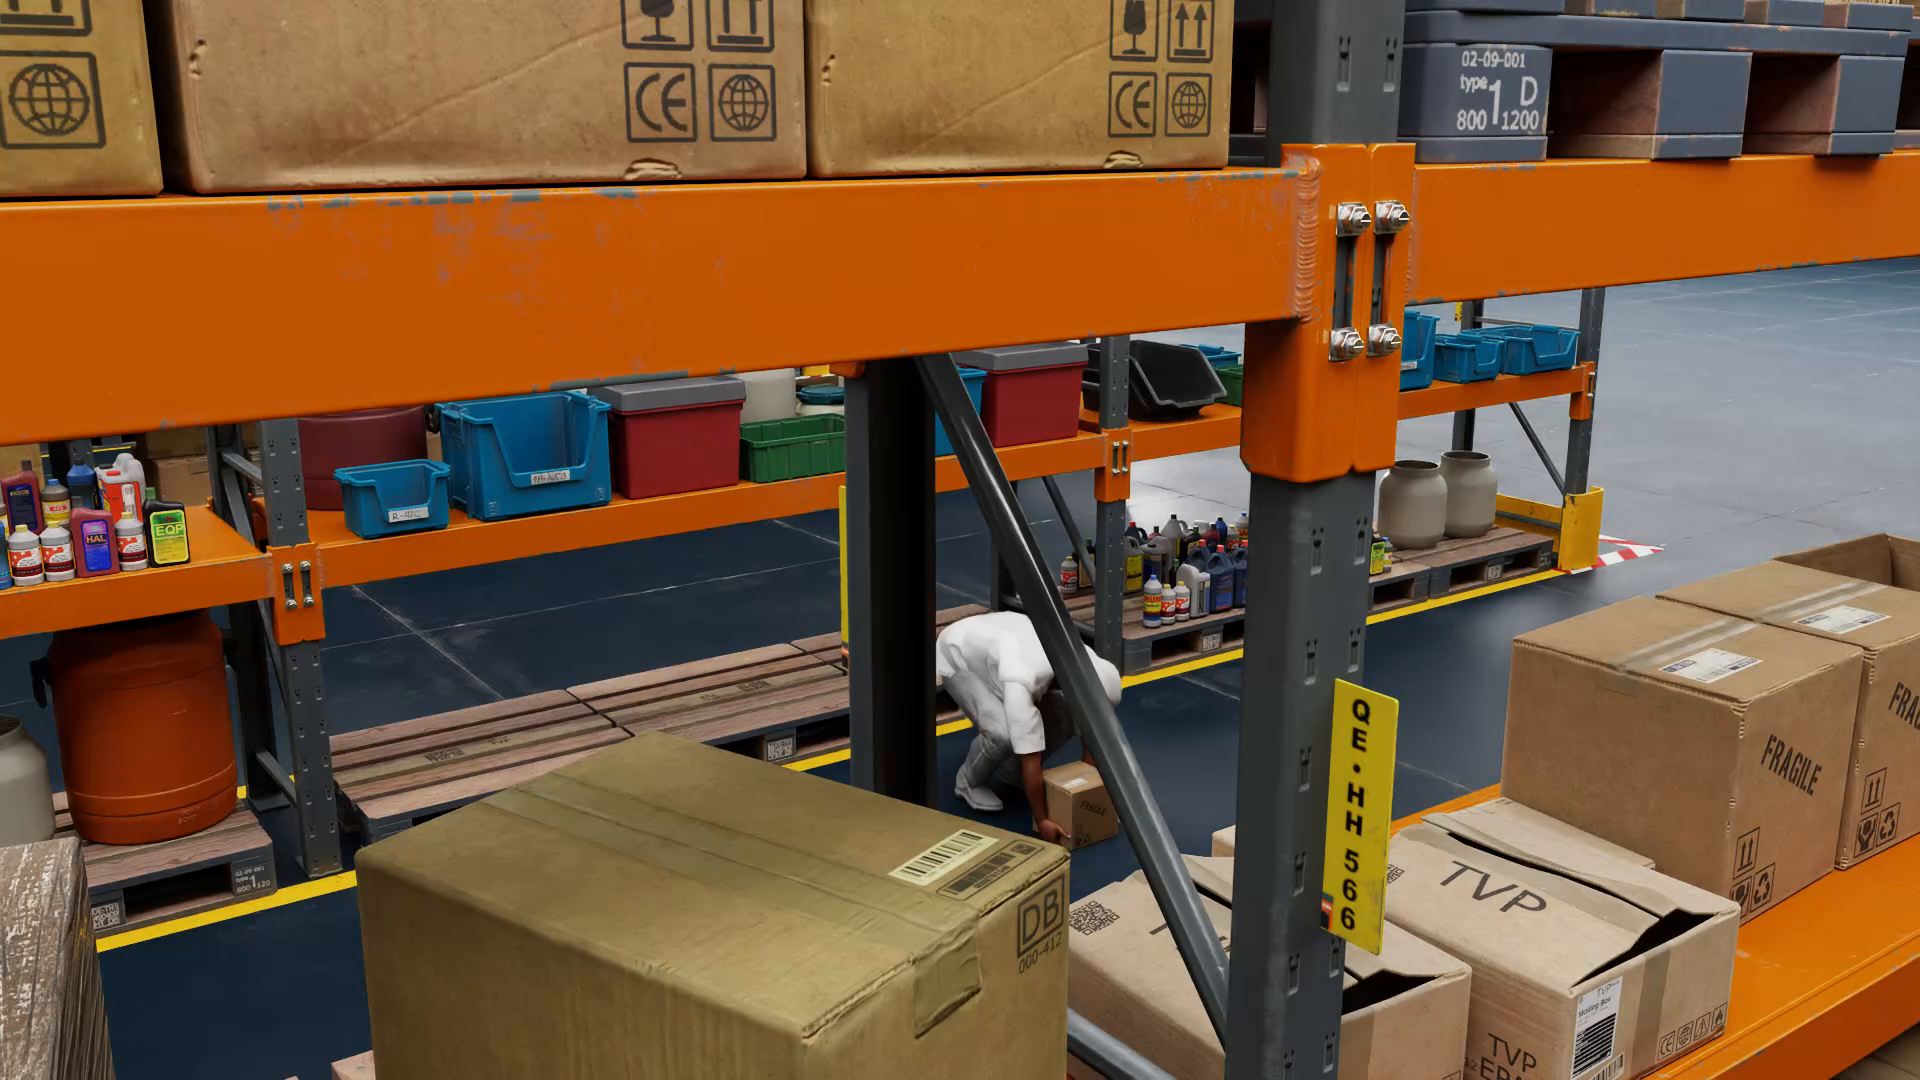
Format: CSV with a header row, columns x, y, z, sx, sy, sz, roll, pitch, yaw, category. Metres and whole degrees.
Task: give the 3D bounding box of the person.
x,y,z,sx,sy,sz,roll,pitch,yaw,category
0.303,0.752,6.969,0.518,0.840,0.980,-11,18,-36,person
